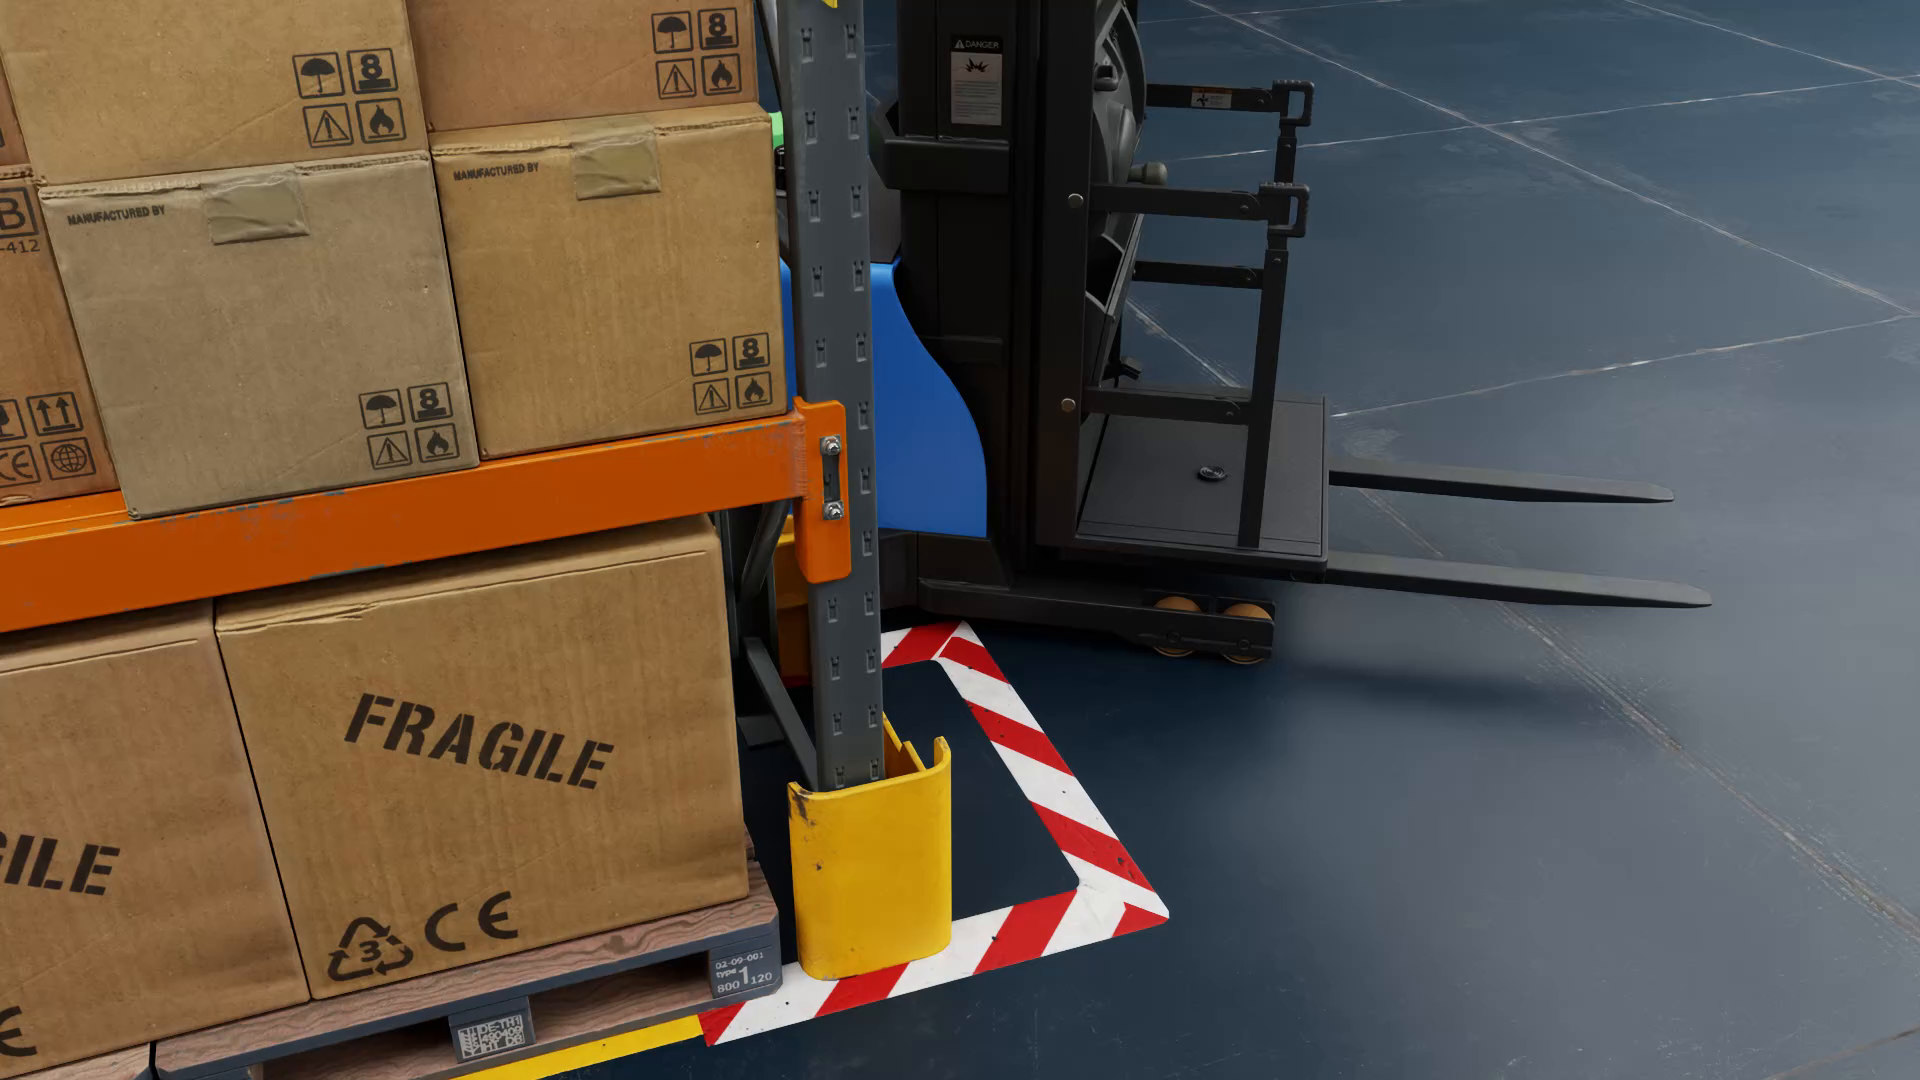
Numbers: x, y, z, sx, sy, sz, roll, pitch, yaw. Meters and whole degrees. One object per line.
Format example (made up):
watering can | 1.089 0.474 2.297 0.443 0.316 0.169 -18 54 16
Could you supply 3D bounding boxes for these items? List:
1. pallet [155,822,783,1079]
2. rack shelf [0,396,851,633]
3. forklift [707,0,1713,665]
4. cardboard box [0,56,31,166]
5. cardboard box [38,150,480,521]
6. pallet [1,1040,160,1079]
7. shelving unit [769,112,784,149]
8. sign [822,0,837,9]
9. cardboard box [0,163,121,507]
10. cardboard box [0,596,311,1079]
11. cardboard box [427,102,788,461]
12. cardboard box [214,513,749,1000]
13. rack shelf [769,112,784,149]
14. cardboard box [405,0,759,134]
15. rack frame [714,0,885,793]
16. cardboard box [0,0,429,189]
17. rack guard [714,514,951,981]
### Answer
pallet | -1.109 0.746 3.728 1.213 0.211 1.003 -10 31 -18
rack shelf | -2.262 0.018 2.915 4.000 0.370 1.077 -10 31 -18
forklift | 0.616 -1.213 4.419 3.031 2.935 1.130 6 30 10
cardboard box | -1.804 -0.957 2.657 0.550 0.550 0.875 -10 31 -18
cardboard box | -1.227 -0.515 2.972 0.550 0.550 0.875 -10 31 -18
pallet | -2.251 0.955 3.361 1.213 0.211 1.003 -10 31 -18
shelving unit | -0.724 -0.917 5.648 0.503 1.200 0.258 -17 34 -27
sign | -0.211 -0.992 2.552 0.005 0.325 0.100 -10 31 -18
cardboard box | -1.796 -0.477 2.905 0.550 0.550 0.875 -10 31 -18
cardboard box | -1.824 0.401 3.238 0.875 0.875 0.875 -11 31 -18
cardboard box | -0.719 -0.620 3.157 0.550 0.550 0.875 -10 31 -18
cardboard box | -1.000 0.248 3.506 0.875 0.875 0.875 -10 31 -17
rack shelf | -0.724 -1.279 5.442 0.480 0.148 0.258 -17 34 -27
cardboard box | -0.749 -1.128 2.958 0.550 0.550 0.875 -10 31 -18
rack frame | -0.387 -0.640 3.343 0.127 3.000 1.000 -10 31 -18
cardboard box | -1.232 -0.991 2.716 0.550 0.550 0.875 -10 31 -18
rack guard | -0.365 0.442 3.969 0.348 0.500 1.175 -10 31 -18
